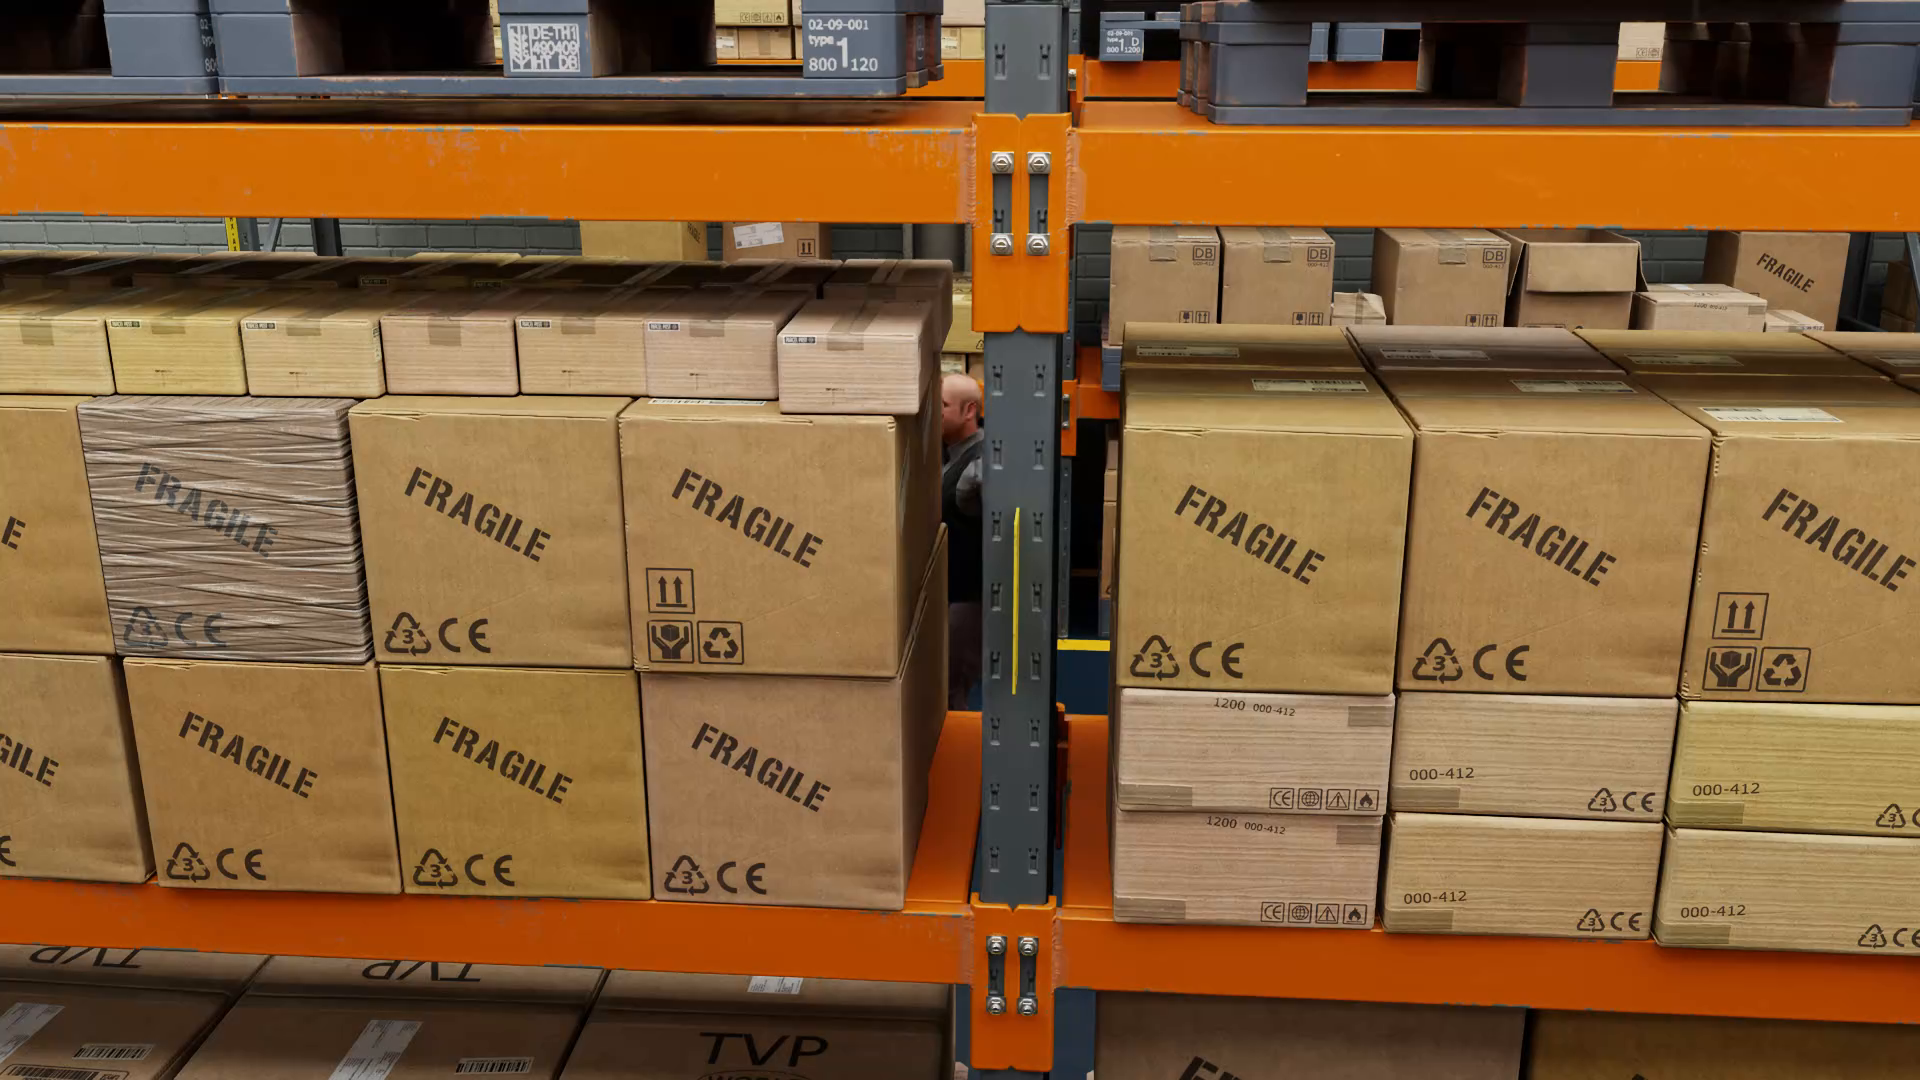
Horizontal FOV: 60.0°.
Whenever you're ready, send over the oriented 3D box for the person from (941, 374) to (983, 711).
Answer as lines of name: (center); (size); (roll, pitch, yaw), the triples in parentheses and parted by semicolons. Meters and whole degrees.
person: (0.034, 0.221, 6.400); (0.729, 1.735, 0.537); (-3, 18, -11)
